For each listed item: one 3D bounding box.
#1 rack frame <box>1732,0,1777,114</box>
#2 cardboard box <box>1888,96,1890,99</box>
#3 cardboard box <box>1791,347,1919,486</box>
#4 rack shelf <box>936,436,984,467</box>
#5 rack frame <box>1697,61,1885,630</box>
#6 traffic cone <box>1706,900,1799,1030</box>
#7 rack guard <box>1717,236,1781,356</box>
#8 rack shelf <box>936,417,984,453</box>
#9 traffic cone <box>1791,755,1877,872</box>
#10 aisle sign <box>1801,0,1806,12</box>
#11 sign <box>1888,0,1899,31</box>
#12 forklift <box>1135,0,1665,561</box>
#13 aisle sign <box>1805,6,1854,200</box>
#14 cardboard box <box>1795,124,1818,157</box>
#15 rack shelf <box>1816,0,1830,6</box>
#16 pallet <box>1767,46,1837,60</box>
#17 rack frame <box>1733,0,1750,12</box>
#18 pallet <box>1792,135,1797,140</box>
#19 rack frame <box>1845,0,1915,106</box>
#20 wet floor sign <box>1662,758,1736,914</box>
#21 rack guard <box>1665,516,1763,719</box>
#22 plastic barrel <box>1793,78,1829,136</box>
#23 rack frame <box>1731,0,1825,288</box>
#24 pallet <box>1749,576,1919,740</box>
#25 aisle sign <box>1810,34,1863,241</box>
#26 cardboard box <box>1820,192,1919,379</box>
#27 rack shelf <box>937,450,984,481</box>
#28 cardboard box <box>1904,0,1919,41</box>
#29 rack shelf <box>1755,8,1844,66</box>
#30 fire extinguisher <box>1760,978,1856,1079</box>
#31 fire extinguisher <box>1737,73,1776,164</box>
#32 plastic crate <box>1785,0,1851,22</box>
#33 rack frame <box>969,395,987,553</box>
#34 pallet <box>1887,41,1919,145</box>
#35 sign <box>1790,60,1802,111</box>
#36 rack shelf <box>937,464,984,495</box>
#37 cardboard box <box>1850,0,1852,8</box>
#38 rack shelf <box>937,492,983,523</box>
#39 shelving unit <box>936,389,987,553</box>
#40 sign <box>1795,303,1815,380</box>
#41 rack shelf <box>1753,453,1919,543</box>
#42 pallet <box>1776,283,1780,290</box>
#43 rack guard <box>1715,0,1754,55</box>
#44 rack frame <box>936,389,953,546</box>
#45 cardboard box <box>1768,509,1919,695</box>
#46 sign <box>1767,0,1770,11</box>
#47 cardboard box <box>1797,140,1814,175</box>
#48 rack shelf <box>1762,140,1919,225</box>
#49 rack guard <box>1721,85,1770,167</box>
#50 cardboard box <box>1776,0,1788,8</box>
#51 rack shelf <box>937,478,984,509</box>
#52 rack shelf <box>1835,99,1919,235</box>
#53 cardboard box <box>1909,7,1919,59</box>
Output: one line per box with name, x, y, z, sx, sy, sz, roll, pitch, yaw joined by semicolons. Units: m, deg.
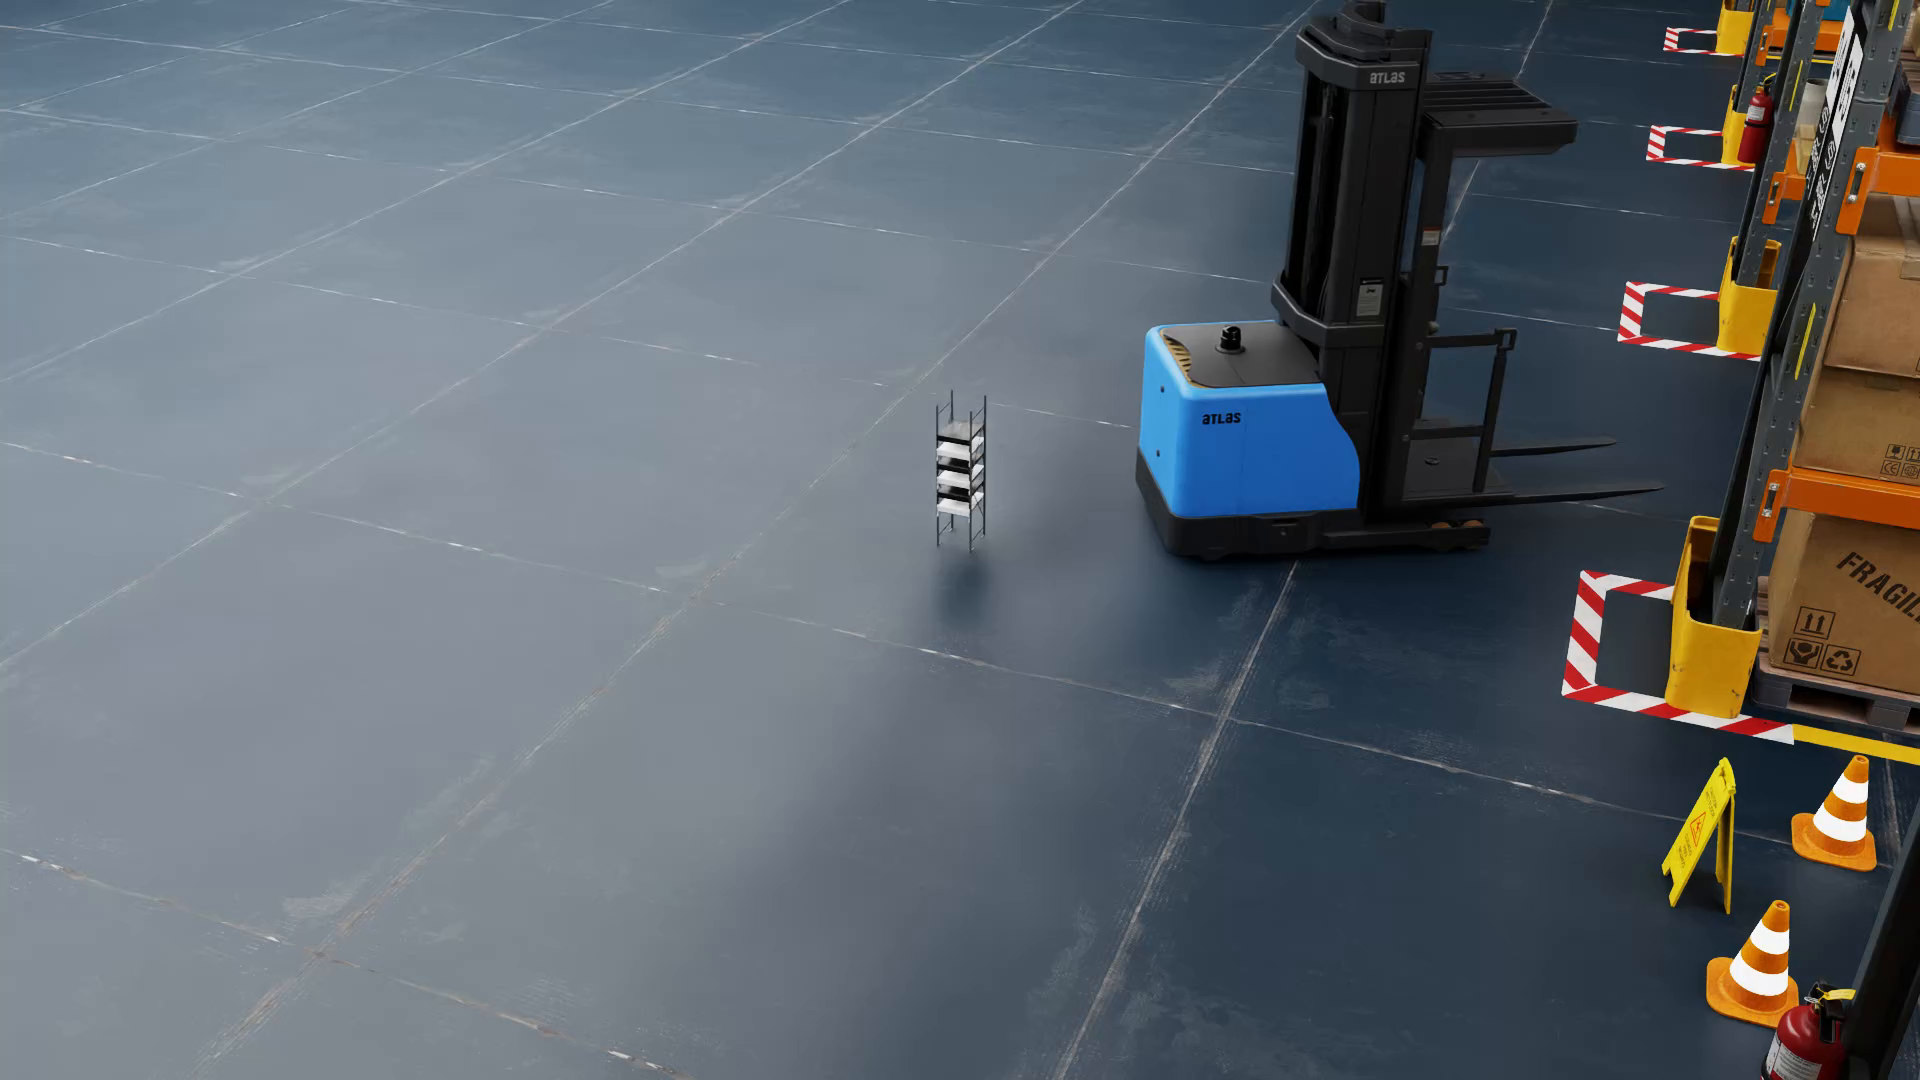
rack frame;7.733;-5.209;15.918;0.127;3.000;1.000;11;31;19
cardboard box;6.370;-3.009;11.622;0.500;0.500;0.875;11;31;19
cardboard box;4.273;-0.725;7.832;0.550;0.550;0.875;11;31;19
rack shelf;0.008;-0.518;9.454;0.200;0.077;0.258;11;31;19
rack frame;3.912;-0.708;7.954;0.127;3.000;1.000;11;31;19
traffic cone;3.130;1.595;6.459;0.334;0.463;0.336;11;31;19
rack guard;5.941;-1.848;12.512;0.348;0.500;1.175;11;31;19
rack shelf;0.008;-0.596;9.409;0.200;0.077;0.258;11;31;19
traffic cone;3.870;1.142;7.259;0.334;0.463;0.336;11;31;19
aisle sign;5.700;-3.957;11.061;0.004;0.787;0.394;11;31;19
sign;3.698;-2.177;6.536;0.005;0.325;0.100;11;31;19
forklift;2.636;-1.464;9.361;3.031;2.935;1.130;-4;30;-6
aisle sign;3.959;-1.989;7.579;0.004;0.787;0.394;11;31;19
cardboard box;6.212;-2.883;12.057;0.250;0.149;0.380;11;31;19
rack shelf;7.724;-3.573;10.706;4.000;0.370;1.077;11;31;19
pallet;10.323;-6.131;20.382;1.213;0.211;1.003;11;31;19
rack frame;9.598;-7.467;19.912;0.127;3.000;1.000;11;31;19
pallet;8.572;-3.850;16.347;1.213;0.211;1.003;11;31;19
rack frame;3.912;-3.320;6.478;0.127;3.000;1.000;11;31;19
wet floor sign;3.141;1.215;6.945;0.232;0.644;0.267;6;30;11
rack guard;3.890;0.376;8.577;0.348;0.500;1.175;11;31;19
plastic barrel;8.371;-4.222;16.273;0.421;0.512;0.421;0;29;0
rack frame;5.870;-2.951;11.922;0.127;3.000;1.000;11;31;19
pallet;4.682;0.618;8.442;1.213;0.211;1.003;11;31;19
aisle sign;3.734;-1.716;7.095;0.004;0.787;0.394;11;31;19
cardboard box;4.241;-1.157;7.499;0.550;0.550;0.875;11;31;19
rack shelf;0.008;-0.440;9.498;0.200;0.077;0.258;11;31;19
cardboard box;6.278;-3.333;11.178;0.500;0.500;0.500;11;31;19
rack shelf;9.586;-4.526;15.440;4.000;0.370;1.077;11;31;19
fire extinguisher;2.212;1.370;4.356;0.183;0.674;0.296;11;31;19
fire extinguisher;5.938;-3.148;12.350;0.183;0.674;0.296;11;31;19
plastic crate;8.309;-5.188;16.032;0.616;0.251;0.499;11;31;19
rack frame;0.102;-0.371;9.493;0.006;0.900;0.240;11;31;19
pallet;4.603;-1.843;7.003;1.213;0.211;1.003;11;31;19
sign;5.667;-3.080;11.271;0.005;0.325;0.100;11;31;19
rack shelf;0.008;-0.361;9.542;0.200;0.077;0.258;11;31;19
cardboard box;6.473;-3.570;11.598;0.500;0.500;0.500;11;31;19
rack shelf;0.008;-0.205;9.631;0.200;0.077;0.258;11;31;19
shelving unit;0.008;-0.390;9.526;0.210;0.900;0.258;11;31;19
sign;3.698;-0.867;7.276;0.005;0.325;0.100;11;31;19
rack shelf;5.765;-0.025;7.476;4.000;0.370;1.077;11;31;19
pallet;6.680;-1.556;12.289;1.213;0.211;1.003;11;31;19
rack guard;9.576;-6.383;20.535;0.348;0.500;1.175;11;31;19
rack frame;-0.087;-0.409;9.559;0.006;0.900;0.240;11;31;19
cardboard box;4.565;0.130;8.205;0.875;0.875;0.875;11;31;19
sign;7.522;-5.080;15.407;0.005;0.325;0.100;11;31;19
cardboard box;6.045;-2.680;11.698;0.250;0.149;0.380;11;31;19
rack shelf;7.724;-2.268;11.444;4.000;0.370;1.077;11;31;19
rack guard;7.821;-4.128;16.546;0.348;0.500;1.175;11;31;19
cardboard box;10.207;-6.816;20.365;0.500;0.500;0.500;11;31;19
rack shelf;0.008;-0.283;9.587;0.200;0.077;0.258;11;31;19
rack shelf;5.765;-1.331;6.738;4.000;0.370;1.077;11;31;19
cardboard box;4.348;-2.224;7.314;0.250;0.149;0.380;11;31;19
